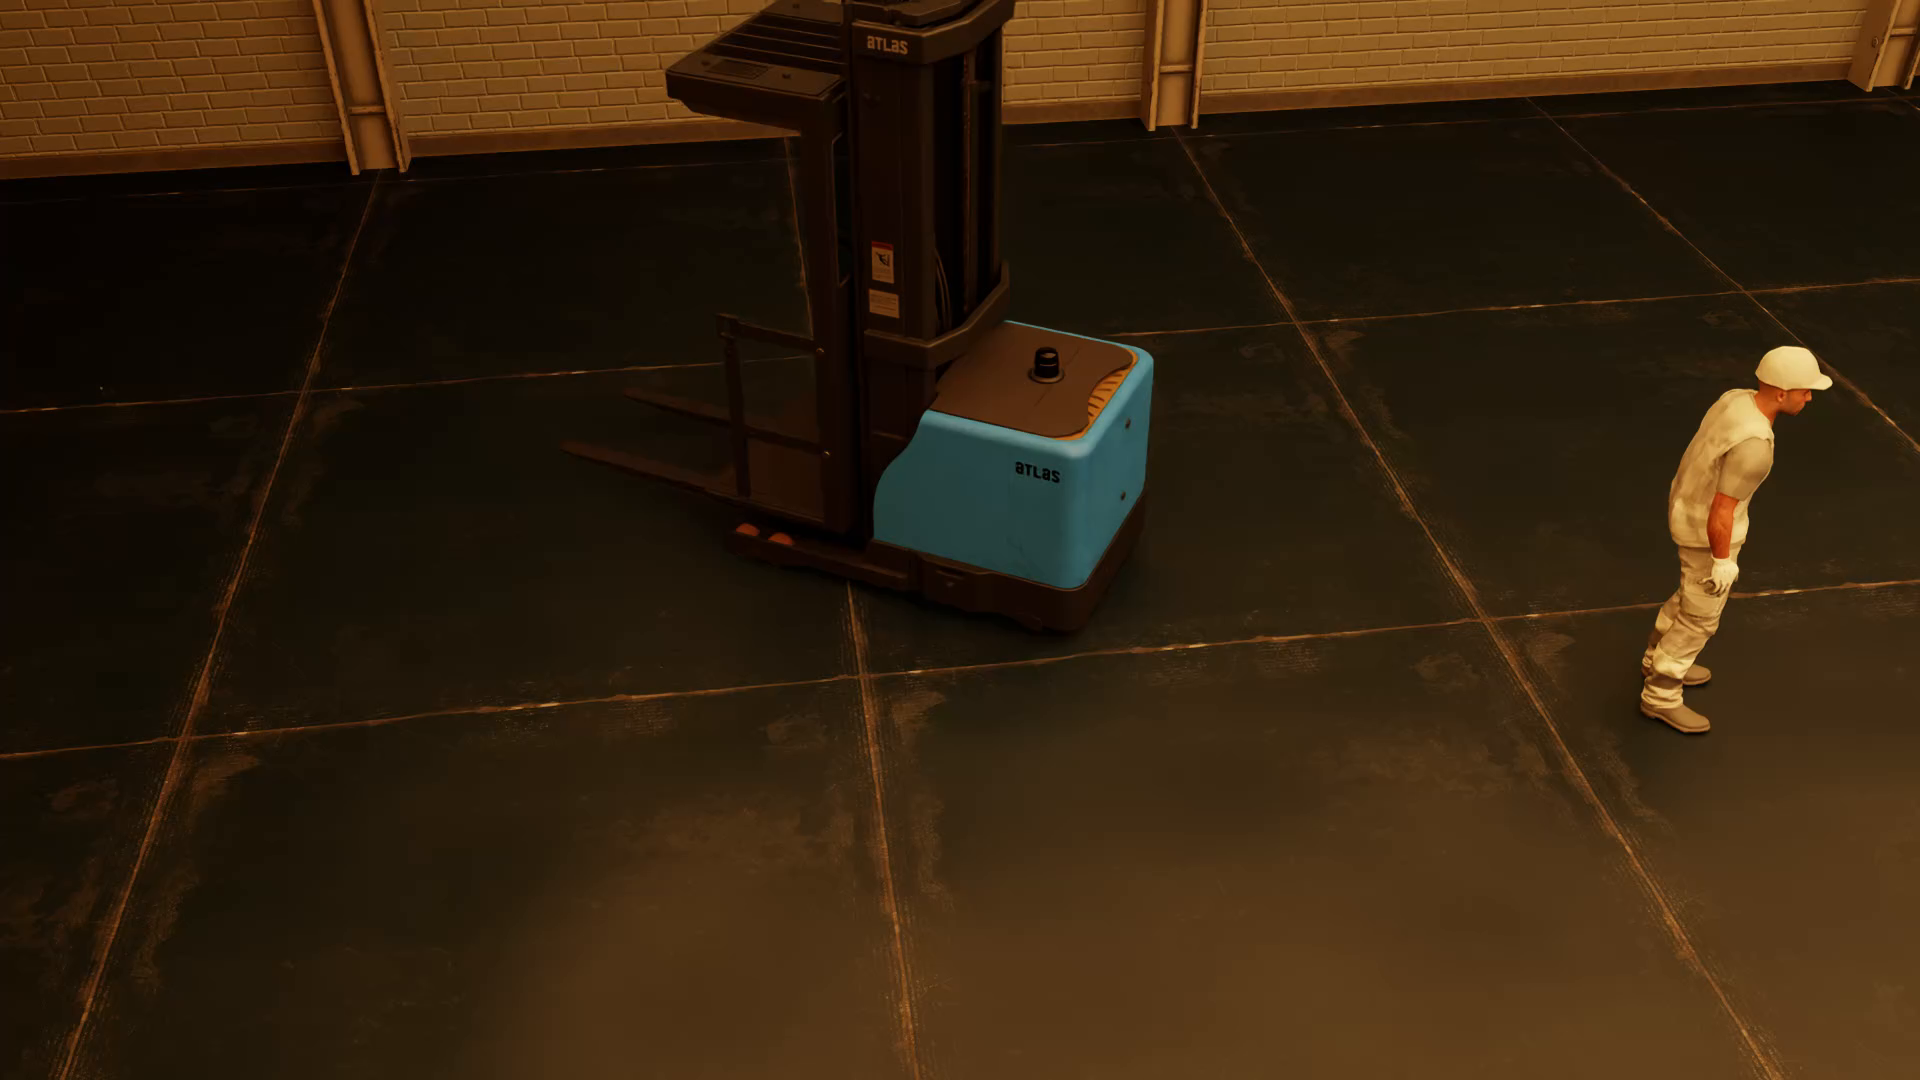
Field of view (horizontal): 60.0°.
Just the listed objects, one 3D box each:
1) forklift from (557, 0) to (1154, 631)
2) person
[{"bbox_3d":[-0.623,-1.321,7.851,3.031,2.935,1.130,15,38,19],"label":"forklift"},{"bbox_3d":[3.222,-0.029,7.053,0.454,1.777,0.608,11,37,15],"label":"person"}]
